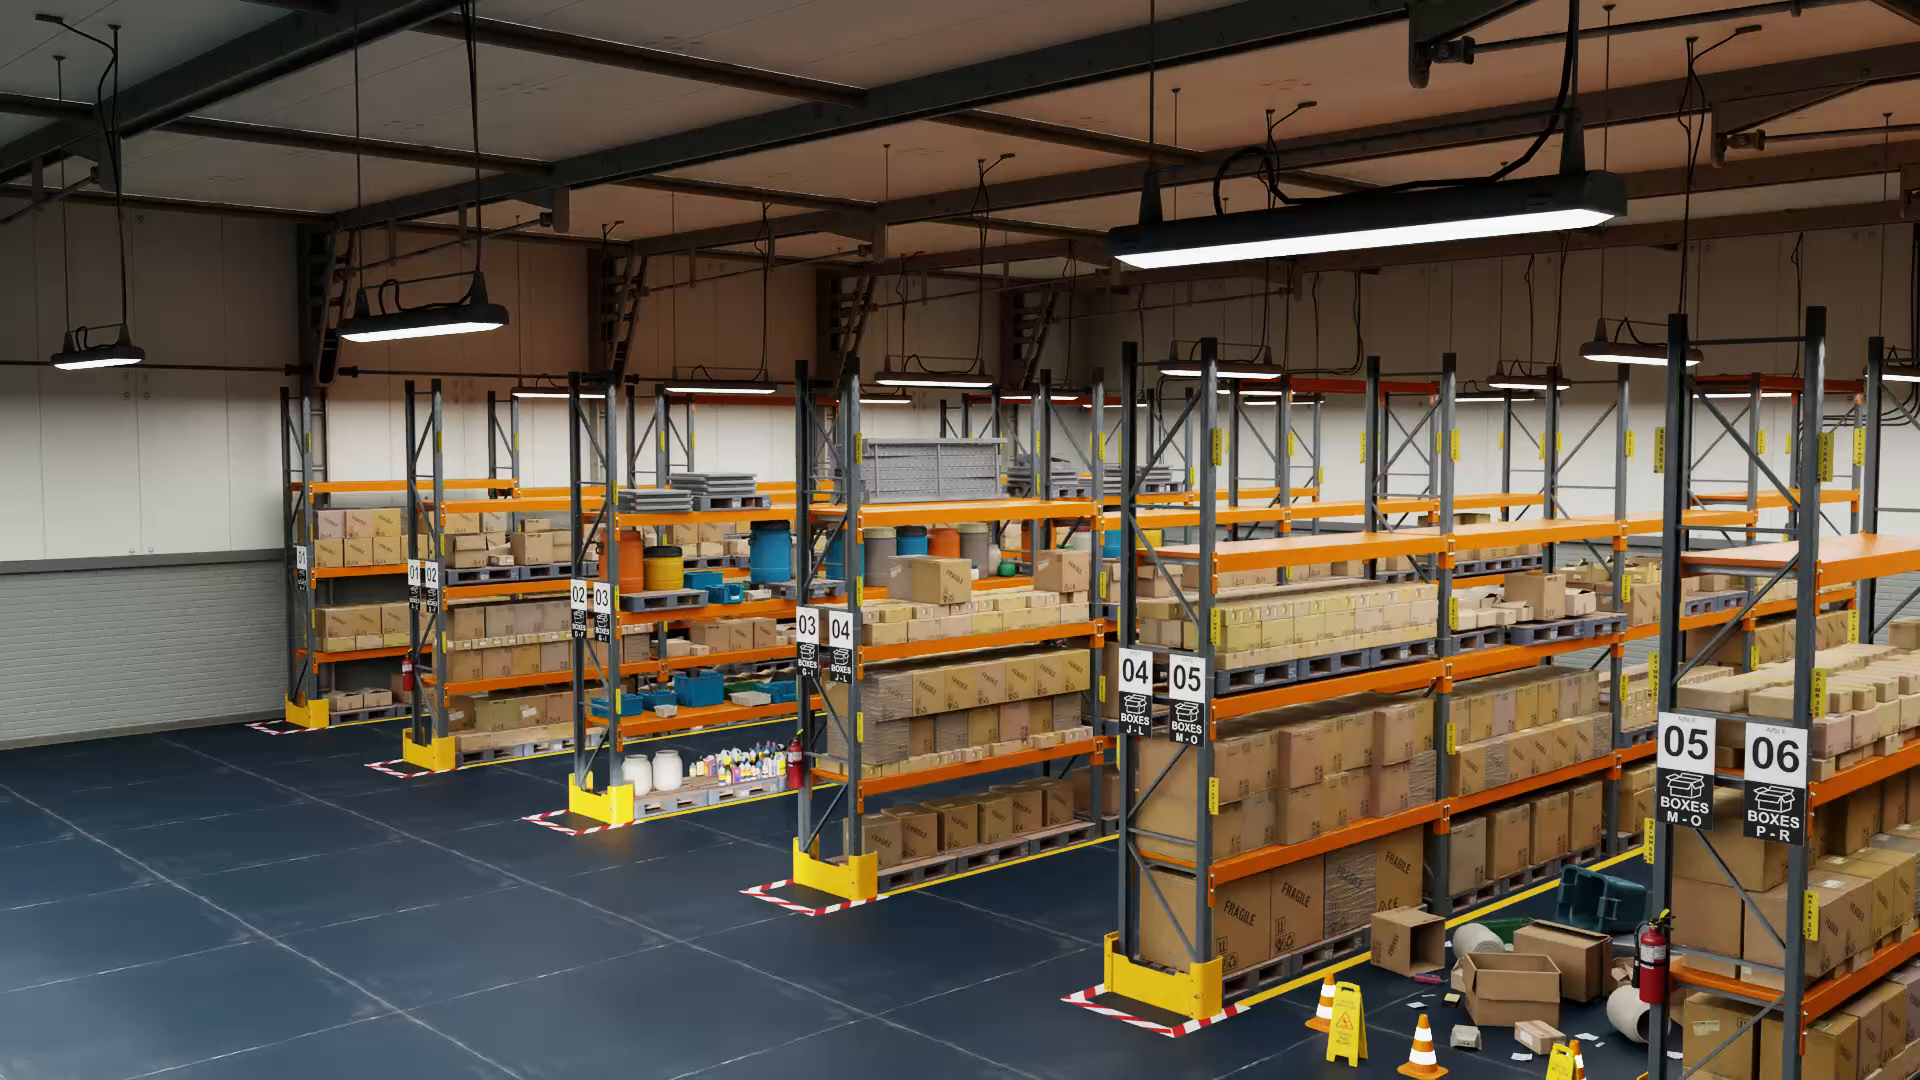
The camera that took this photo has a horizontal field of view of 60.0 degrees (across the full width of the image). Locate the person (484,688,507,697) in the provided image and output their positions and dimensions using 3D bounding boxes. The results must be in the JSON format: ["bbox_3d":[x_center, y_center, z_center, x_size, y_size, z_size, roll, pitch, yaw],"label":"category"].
[{"bbox_3d":[-8.116,2.542,29.069,0.626,1.639,0.790,0,4,-2],"label":"person"}]

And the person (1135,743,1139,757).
[{"bbox_3d":[2.573,2.765,24.726,0.472,1.698,0.602,-1,4,-11],"label":"person"}]

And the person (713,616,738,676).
[{"bbox_3d":[-4.727,2.265,33.360,0.587,1.631,0.791,0,4,2],"label":"person"}]

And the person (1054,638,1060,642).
[{"bbox_3d":[2.365,1.862,39.515,0.600,1.531,0.632,-2,4,-32],"label":"person"}]
